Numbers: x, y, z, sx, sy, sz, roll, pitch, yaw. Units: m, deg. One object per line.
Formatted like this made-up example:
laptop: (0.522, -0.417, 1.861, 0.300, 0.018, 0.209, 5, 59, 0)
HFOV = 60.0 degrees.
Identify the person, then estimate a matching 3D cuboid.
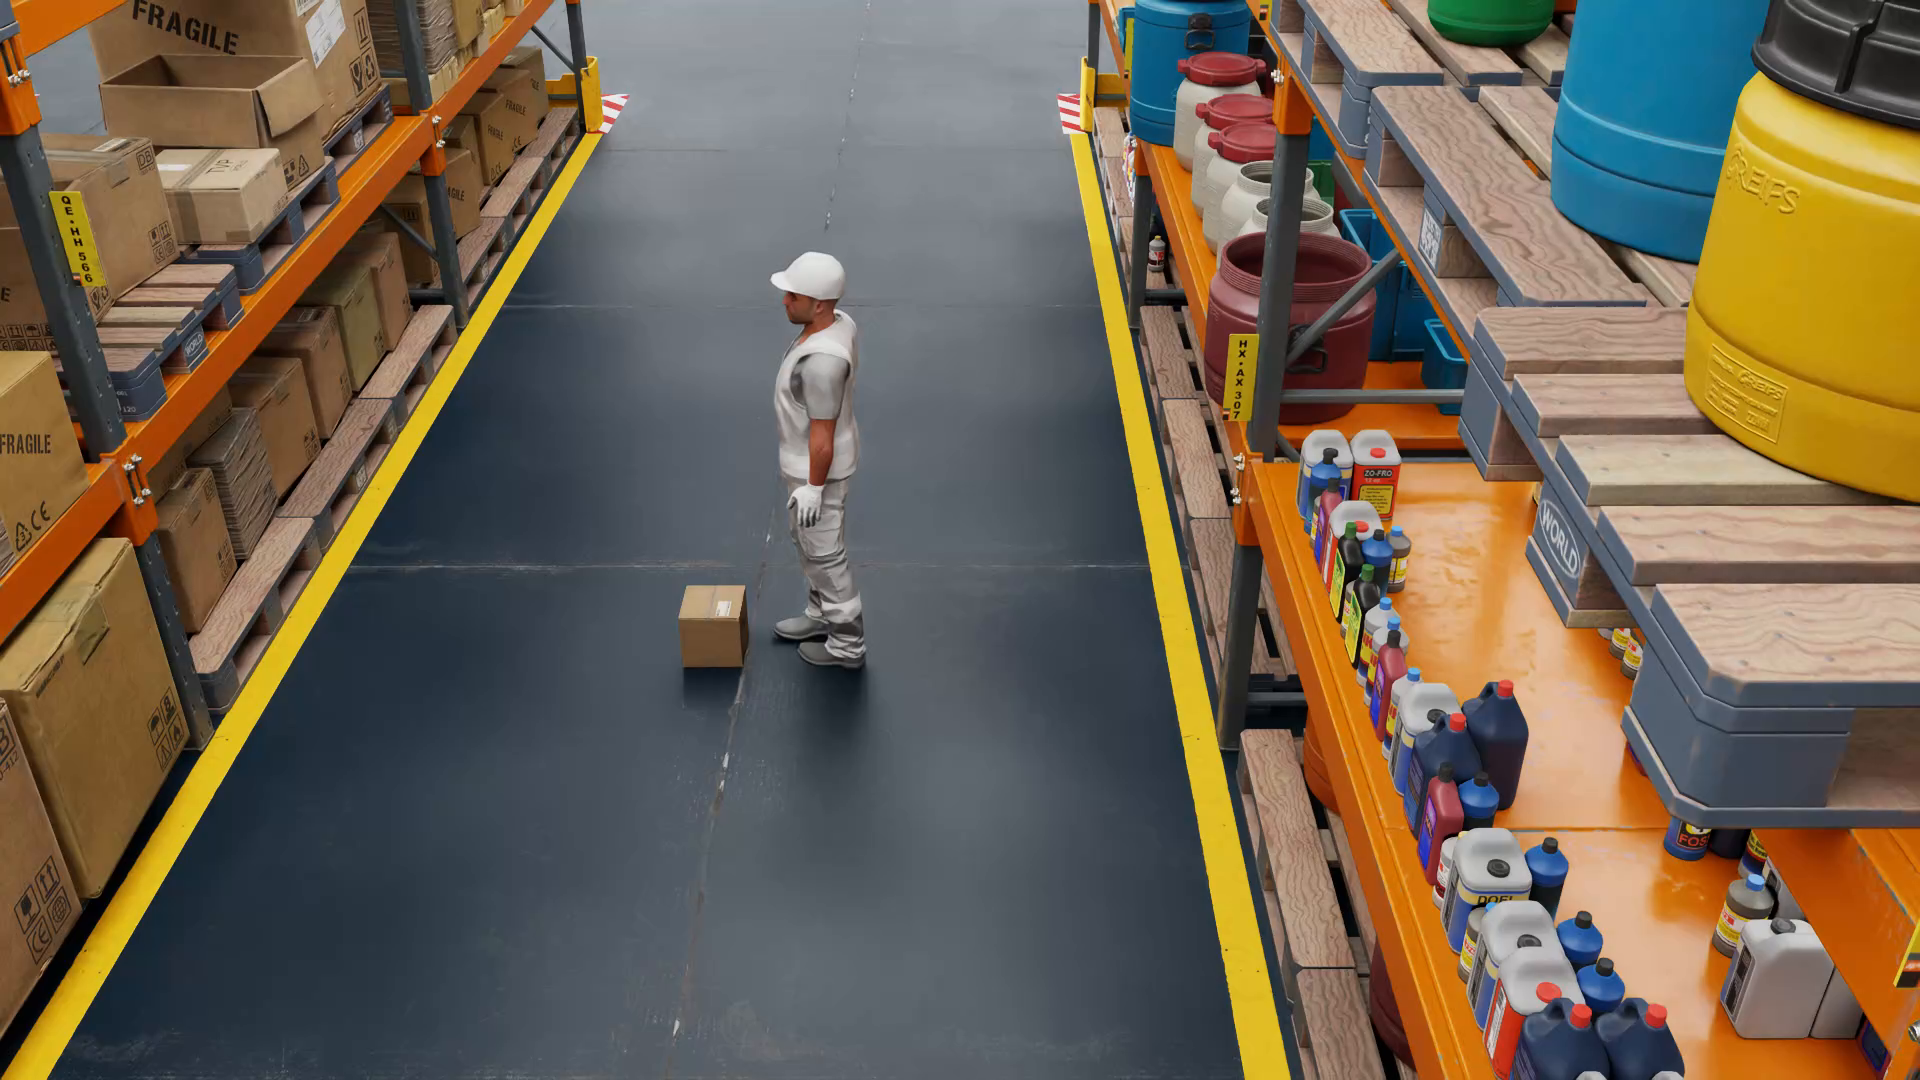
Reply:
person: (-0.595, -0.295, 6.599, 0.409, 1.789, 0.522, 0, 31, 0)
